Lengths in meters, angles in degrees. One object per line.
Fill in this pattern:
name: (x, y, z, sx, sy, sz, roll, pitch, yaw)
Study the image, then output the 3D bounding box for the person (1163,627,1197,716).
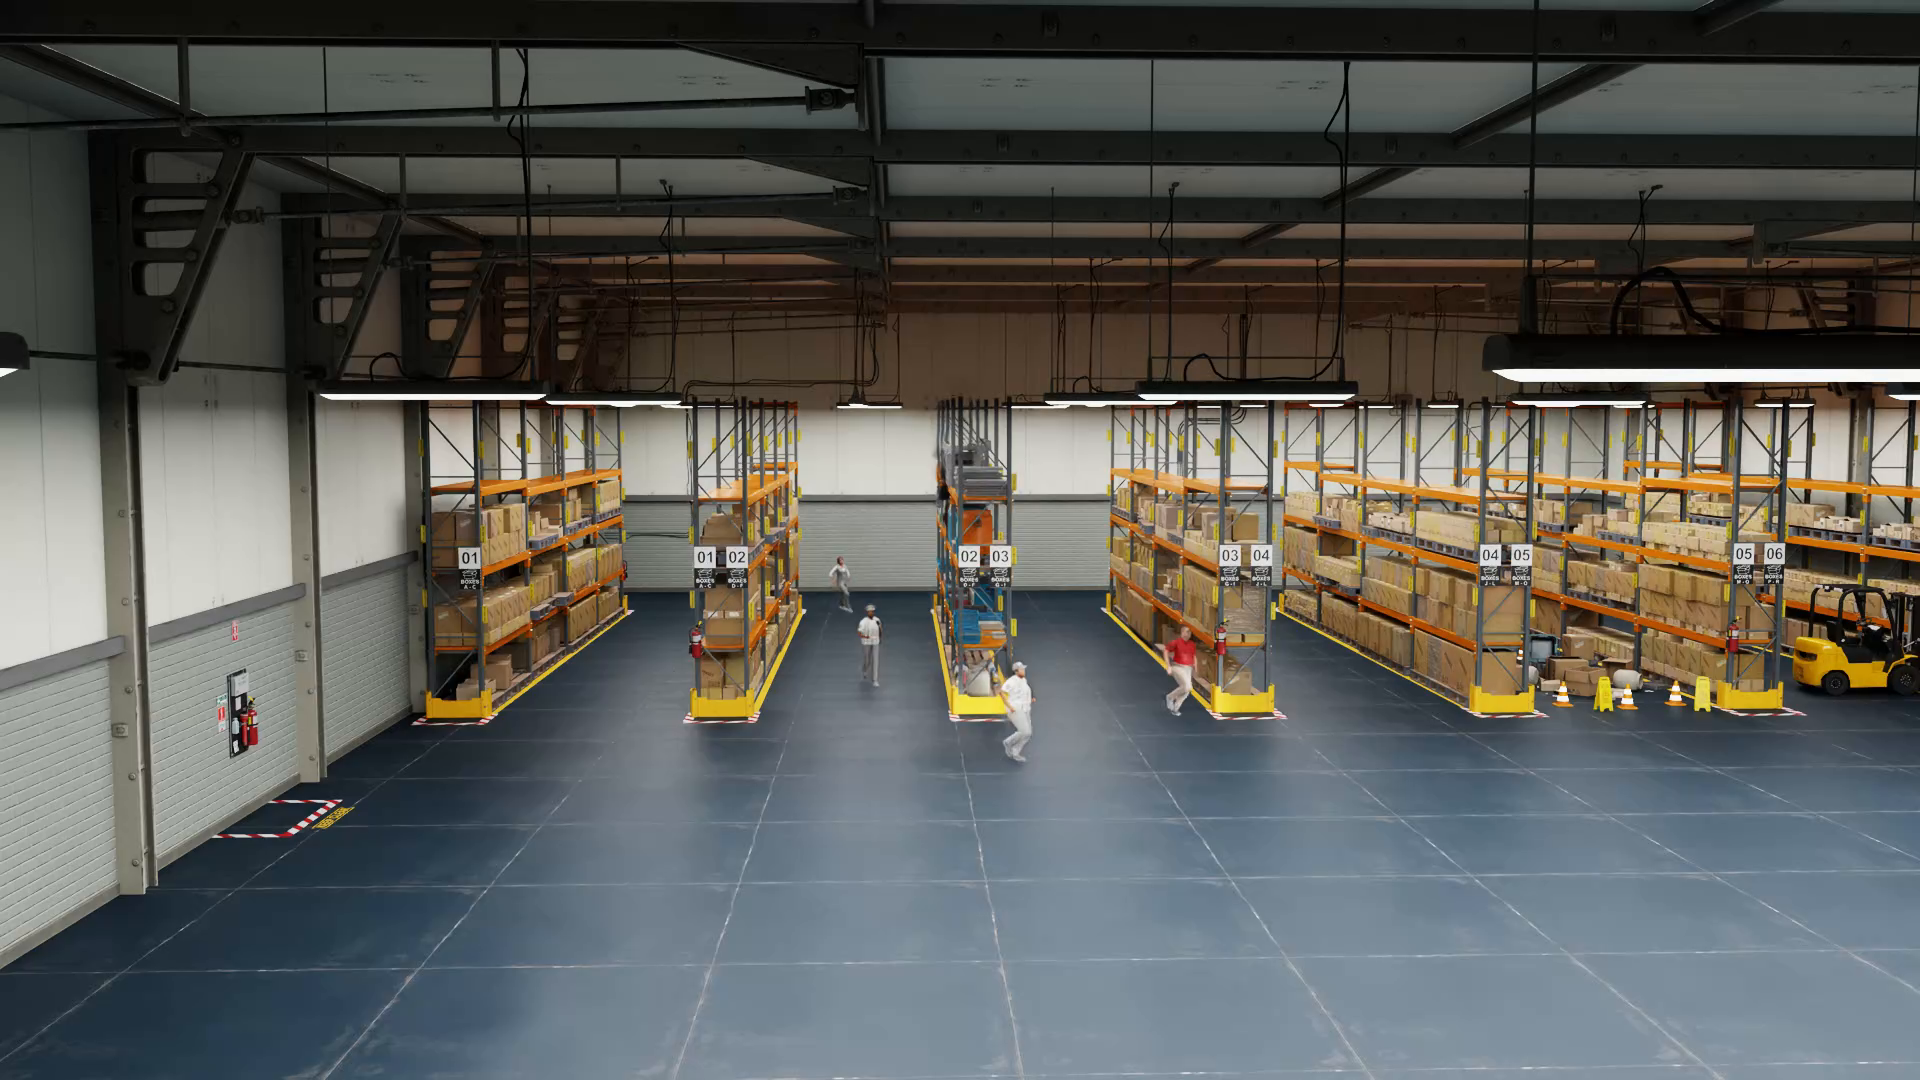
person: (4.241, 2.473, 31.386, 0.692, 1.656, 0.550, -3, 5, -35)

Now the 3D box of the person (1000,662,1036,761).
person: (0.993, 2.807, 27.202, 0.505, 1.628, 0.668, 3, 5, 32)

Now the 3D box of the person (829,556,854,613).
person: (-3.366, 1.265, 47.362, 0.677, 1.604, 0.588, 4, 6, 44)

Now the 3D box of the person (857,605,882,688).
person: (-1.865, 2.188, 34.759, 0.580, 1.695, 0.904, -1, 5, -18)
